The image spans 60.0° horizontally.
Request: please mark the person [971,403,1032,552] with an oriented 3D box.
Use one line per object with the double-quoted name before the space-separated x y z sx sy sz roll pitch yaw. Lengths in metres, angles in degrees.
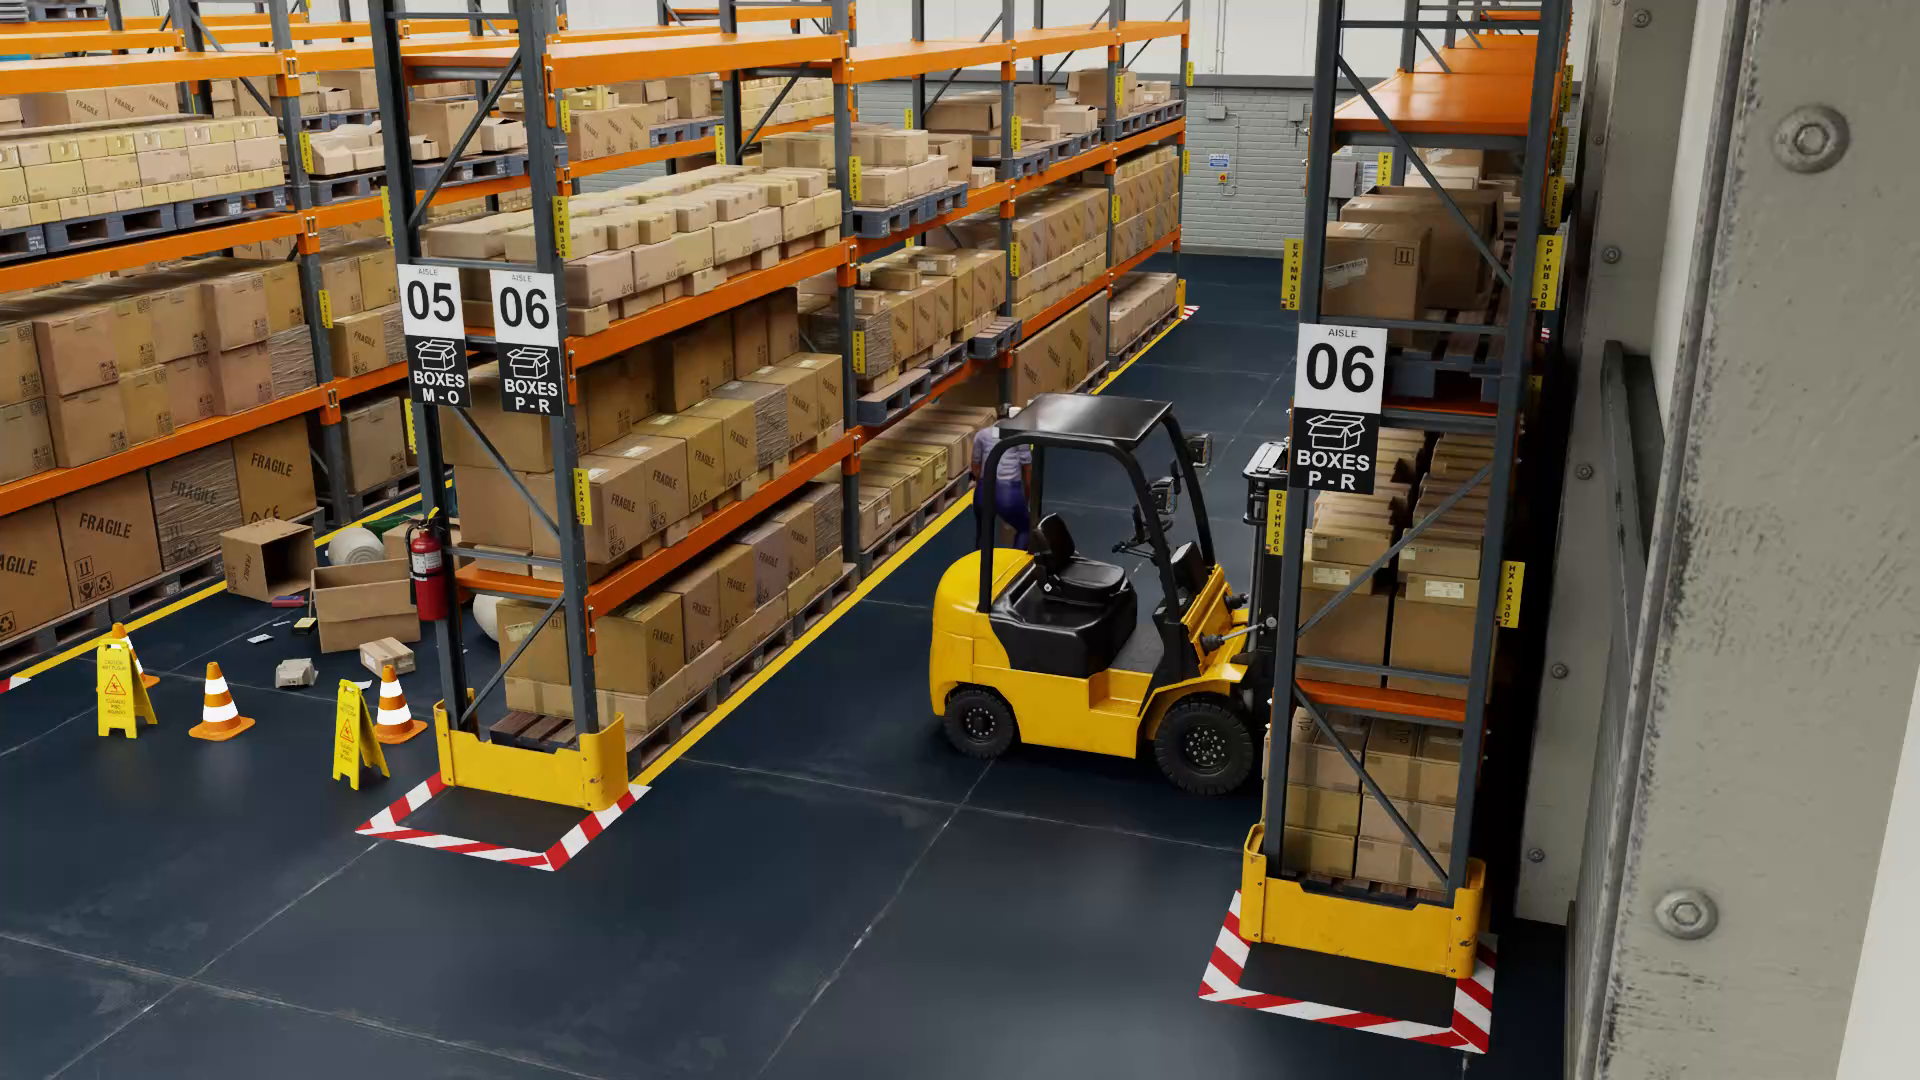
"person" 0.318 -0.357 13.468 0.528 1.446 0.594 7 20 19
